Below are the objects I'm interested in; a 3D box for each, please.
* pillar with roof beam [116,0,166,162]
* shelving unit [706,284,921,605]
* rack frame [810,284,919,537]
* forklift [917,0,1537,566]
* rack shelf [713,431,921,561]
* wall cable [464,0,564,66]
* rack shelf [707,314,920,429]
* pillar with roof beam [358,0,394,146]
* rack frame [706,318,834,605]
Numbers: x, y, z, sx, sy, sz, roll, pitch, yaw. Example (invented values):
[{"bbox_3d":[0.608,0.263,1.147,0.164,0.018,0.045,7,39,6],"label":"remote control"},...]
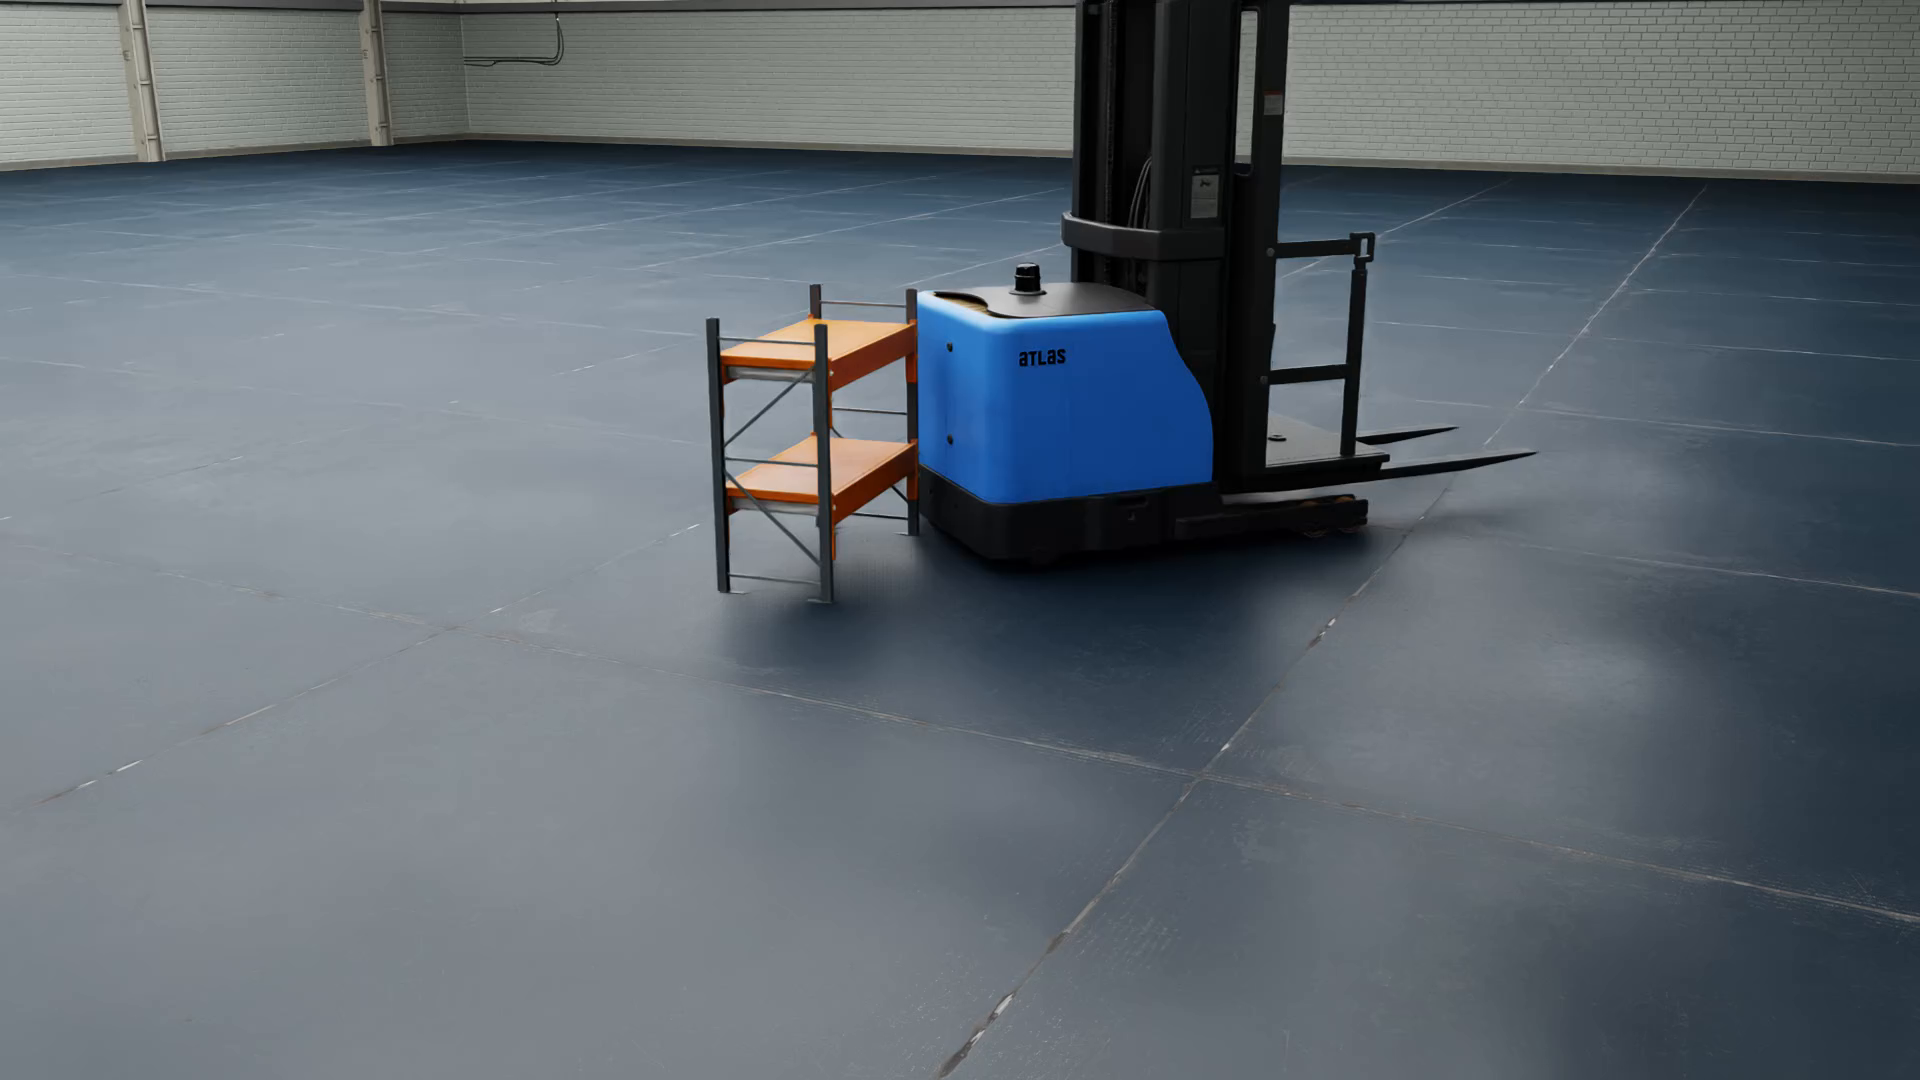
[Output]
[{"bbox_3d":[-11.807,-11.102,29.097,9.100,9.000,0.400,8,18,25],"label":"pillar with roof beam"},{"bbox_3d":[-0.588,-0.442,7.036,0.538,1.125,1.048,5,17,18],"label":"shelving unit"},{"bbox_3d":[-0.428,-0.579,7.499,0.500,1.125,0.032,5,17,18],"label":"rack frame"},{"bbox_3d":[1.325,-1.546,7.581,3.031,2.935,1.130,-7,18,-22],"label":"forklift"},{"bbox_3d":[-0.588,-0.207,7.106,0.538,0.278,1.000,5,17,18],"label":"rack shelf"},{"bbox_3d":[-10.478,-12.271,38.489,3.097,2.526,0.112,8,18,25],"label":"wall cable"},{"bbox_3d":[-0.588,-0.722,6.953,0.538,0.278,1.000,5,17,18],"label":"rack shelf"},{"bbox_3d":[-9.126,-12.630,34.243,9.100,9.000,0.400,8,18,25],"label":"pillar with roof beam"},{"bbox_3d":[-0.748,-0.304,6.574,0.500,1.125,0.032,5,17,18],"label":"rack frame"}]
